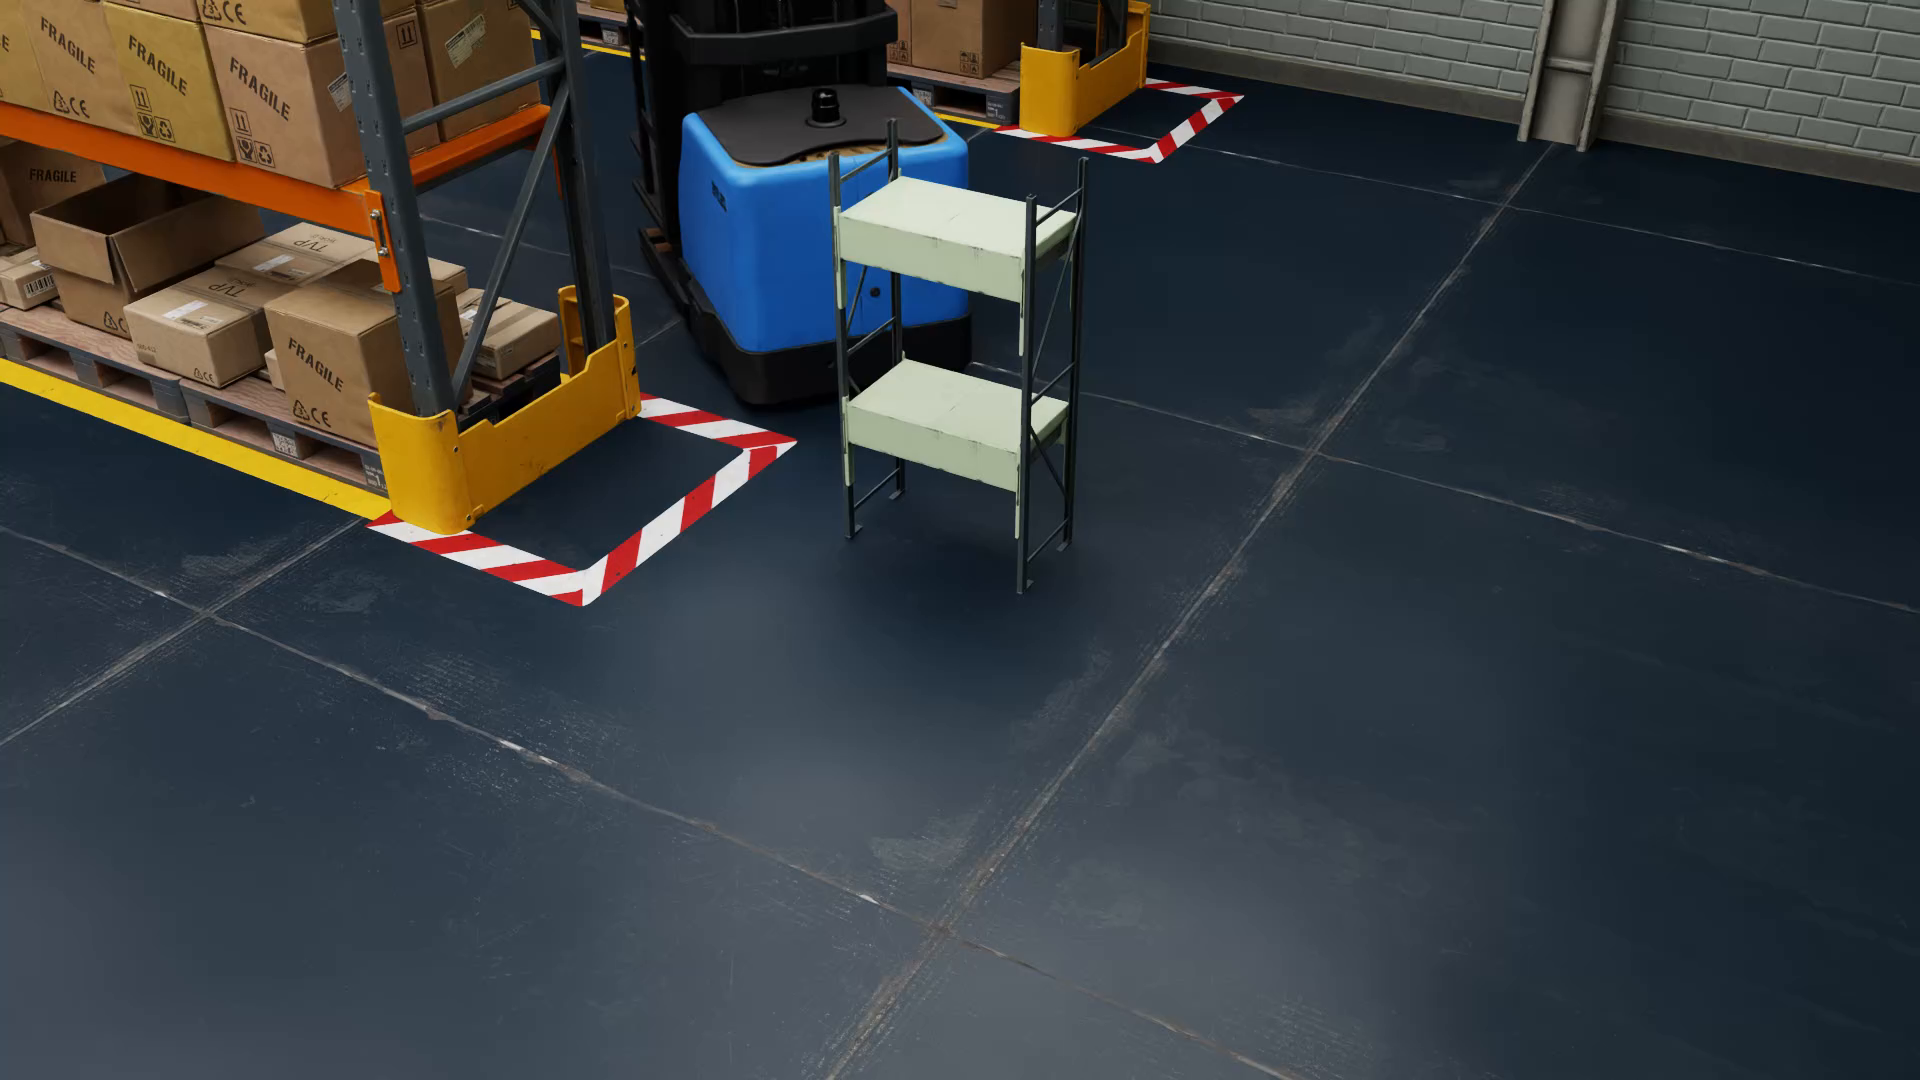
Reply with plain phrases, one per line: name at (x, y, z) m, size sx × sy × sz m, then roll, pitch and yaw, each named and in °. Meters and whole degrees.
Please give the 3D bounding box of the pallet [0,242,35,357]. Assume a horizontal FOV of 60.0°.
pallet at (-4.582, -1.311, 8.028) m, size 1.213 × 0.211 × 1.003 m, roll 18°, pitch 37°, yaw 24°

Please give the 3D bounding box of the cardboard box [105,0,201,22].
cardboard box at (-2.667, -2.147, 5.776) m, size 0.500 × 0.500 × 0.500 m, roll 19°, pitch 38°, yaw 26°

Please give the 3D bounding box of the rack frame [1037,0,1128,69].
rack frame at (0.749, -3.946, 9.469) m, size 0.127 × 3.000 × 1.000 m, roll 18°, pitch 37°, yaw 24°

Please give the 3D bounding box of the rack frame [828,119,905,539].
rack frame at (-0.324, -0.727, 5.988) m, size 0.023 × 1.500 × 0.400 m, roll 18°, pitch 37°, yaw 24°

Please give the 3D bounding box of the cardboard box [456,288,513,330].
cardboard box at (-2.115, -0.914, 7.075) m, size 0.250 × 0.166 × 0.380 m, roll 18°, pitch 37°, yaw 24°

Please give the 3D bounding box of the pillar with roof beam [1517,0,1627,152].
pillar with roof beam at (1.387, -4.045, 4.205) m, size 0.400 × 9.000 × 9.100 m, roll 18°, pitch 37°, yaw 24°

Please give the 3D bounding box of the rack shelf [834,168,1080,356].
rack shelf at (-0.006, -0.951, 5.621) m, size 0.720 × 0.370 × 0.431 m, roll 18°, pitch 37°, yaw 24°

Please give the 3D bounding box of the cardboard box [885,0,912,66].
cardboard box at (-0.343, -3.362, 10.469) m, size 0.500 × 0.500 × 0.700 m, roll 17°, pitch 37°, yaw 24°

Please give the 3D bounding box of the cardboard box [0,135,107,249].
cardboard box at (-4.543, -1.783, 8.080) m, size 0.500 × 0.500 × 0.500 m, roll 18°, pitch 37°, yaw 24°

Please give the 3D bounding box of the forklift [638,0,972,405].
forklift at (-0.964, -2.596, 7.504) m, size 1.130 × 2.935 × 3.031 m, roll -12°, pitch 36°, yaw -18°

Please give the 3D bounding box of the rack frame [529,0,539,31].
rack frame at (-2.724, -5.046, 11.121) m, size 0.127 × 3.000 × 1.000 m, roll 18°, pitch 37°, yaw 24°

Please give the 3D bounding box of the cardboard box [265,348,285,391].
cardboard box at (-2.607, -0.750, 6.830) m, size 0.250 × 0.166 × 0.380 m, roll 18°, pitch 37°, yaw 24°

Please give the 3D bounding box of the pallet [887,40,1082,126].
pallet at (0.016, -2.967, 10.515) m, size 1.213 × 0.211 × 1.003 m, roll 18°, pitch 37°, yaw 24°

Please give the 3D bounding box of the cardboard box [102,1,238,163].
cardboard box at (-2.681, -1.736, 6.060) m, size 0.500 × 0.500 × 0.500 m, roll 18°, pitch 38°, yaw 25°

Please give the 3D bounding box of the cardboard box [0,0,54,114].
cardboard box at (-3.549, -2.014, 6.478) m, size 0.500 × 0.500 × 0.500 m, roll 17°, pitch 37°, yaw 24°

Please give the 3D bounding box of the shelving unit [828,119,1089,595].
shelving unit at (-0.006, -0.626, 5.837) m, size 0.755 × 1.500 × 0.431 m, roll 18°, pitch 37°, yaw 24°

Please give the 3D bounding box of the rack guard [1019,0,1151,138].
rack guard at (0.770, -2.899, 10.152) m, size 0.348 × 0.500 × 1.175 m, roll 18°, pitch 37°, yaw 24°

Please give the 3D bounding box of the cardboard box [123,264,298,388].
cardboard box at (-3.110, -0.906, 6.988) m, size 0.500 × 0.250 × 0.500 m, roll 18°, pitch 37°, yaw 24°

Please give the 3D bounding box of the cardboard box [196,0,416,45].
cardboard box at (-2.228, -2.009, 5.568) m, size 0.500 × 0.500 × 0.500 m, roll 17°, pitch 37°, yaw 24°

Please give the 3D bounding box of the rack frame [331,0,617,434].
rack frame at (-1.705, -1.561, 5.888) m, size 0.127 × 3.000 × 1.000 m, roll 18°, pitch 37°, yaw 24°

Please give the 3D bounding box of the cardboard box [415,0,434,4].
cardboard box at (-1.960, -2.267, 5.956) m, size 0.500 × 0.500 × 0.500 m, roll 19°, pitch 38°, yaw 26°

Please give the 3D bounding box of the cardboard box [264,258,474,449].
cardboard box at (-2.300, -0.734, 6.505) m, size 0.500 × 0.500 × 0.500 m, roll 18°, pitch 37°, yaw 24°

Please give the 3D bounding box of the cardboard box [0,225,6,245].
cardboard box at (-4.921, -1.505, 7.833) m, size 0.500 × 0.311 × 0.500 m, roll 18°, pitch 37°, yaw 24°

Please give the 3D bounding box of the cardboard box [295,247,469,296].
cardboard box at (-2.471, -1.023, 7.164) m, size 0.500 × 0.250 × 0.500 m, roll 18°, pitch 37°, yaw 24°

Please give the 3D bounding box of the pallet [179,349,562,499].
pallet at (-2.464, -0.640, 7.020) m, size 1.213 × 0.211 × 1.003 m, roll 18°, pitch 37°, yaw 24°

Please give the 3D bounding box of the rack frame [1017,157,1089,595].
rack frame at (0.312, -0.525, 5.686) m, size 0.023 × 1.500 × 0.400 m, roll 18°, pitch 37°, yaw 24°

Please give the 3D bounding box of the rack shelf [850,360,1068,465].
rack shelf at (-0.006, -0.436, 5.964) m, size 0.686 × 0.124 × 0.368 m, roll 18°, pitch 37°, yaw 24°

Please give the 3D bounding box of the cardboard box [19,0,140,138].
cardboard box at (-3.112, -1.875, 6.270) m, size 0.500 × 0.500 × 0.500 m, roll 18°, pitch 38°, yaw 25°

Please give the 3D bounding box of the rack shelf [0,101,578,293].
rack shelf at (-3.442, -1.811, 6.913) m, size 4.000 × 0.370 × 1.077 m, roll 18°, pitch 37°, yaw 24°

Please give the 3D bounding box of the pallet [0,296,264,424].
pallet at (-3.519, -0.976, 7.525) m, size 1.213 × 0.211 × 1.003 m, roll 18°, pitch 37°, yaw 24°

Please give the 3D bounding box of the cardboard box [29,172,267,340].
cardboard box at (-3.545, -1.291, 7.337) m, size 0.637 × 0.503 × 0.797 m, roll 18°, pitch 37°, yaw 24°

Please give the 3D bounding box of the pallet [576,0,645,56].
pallet at (-2.102, -3.638, 11.523) m, size 1.213 × 0.211 × 1.003 m, roll 18°, pitch 37°, yaw 24°
